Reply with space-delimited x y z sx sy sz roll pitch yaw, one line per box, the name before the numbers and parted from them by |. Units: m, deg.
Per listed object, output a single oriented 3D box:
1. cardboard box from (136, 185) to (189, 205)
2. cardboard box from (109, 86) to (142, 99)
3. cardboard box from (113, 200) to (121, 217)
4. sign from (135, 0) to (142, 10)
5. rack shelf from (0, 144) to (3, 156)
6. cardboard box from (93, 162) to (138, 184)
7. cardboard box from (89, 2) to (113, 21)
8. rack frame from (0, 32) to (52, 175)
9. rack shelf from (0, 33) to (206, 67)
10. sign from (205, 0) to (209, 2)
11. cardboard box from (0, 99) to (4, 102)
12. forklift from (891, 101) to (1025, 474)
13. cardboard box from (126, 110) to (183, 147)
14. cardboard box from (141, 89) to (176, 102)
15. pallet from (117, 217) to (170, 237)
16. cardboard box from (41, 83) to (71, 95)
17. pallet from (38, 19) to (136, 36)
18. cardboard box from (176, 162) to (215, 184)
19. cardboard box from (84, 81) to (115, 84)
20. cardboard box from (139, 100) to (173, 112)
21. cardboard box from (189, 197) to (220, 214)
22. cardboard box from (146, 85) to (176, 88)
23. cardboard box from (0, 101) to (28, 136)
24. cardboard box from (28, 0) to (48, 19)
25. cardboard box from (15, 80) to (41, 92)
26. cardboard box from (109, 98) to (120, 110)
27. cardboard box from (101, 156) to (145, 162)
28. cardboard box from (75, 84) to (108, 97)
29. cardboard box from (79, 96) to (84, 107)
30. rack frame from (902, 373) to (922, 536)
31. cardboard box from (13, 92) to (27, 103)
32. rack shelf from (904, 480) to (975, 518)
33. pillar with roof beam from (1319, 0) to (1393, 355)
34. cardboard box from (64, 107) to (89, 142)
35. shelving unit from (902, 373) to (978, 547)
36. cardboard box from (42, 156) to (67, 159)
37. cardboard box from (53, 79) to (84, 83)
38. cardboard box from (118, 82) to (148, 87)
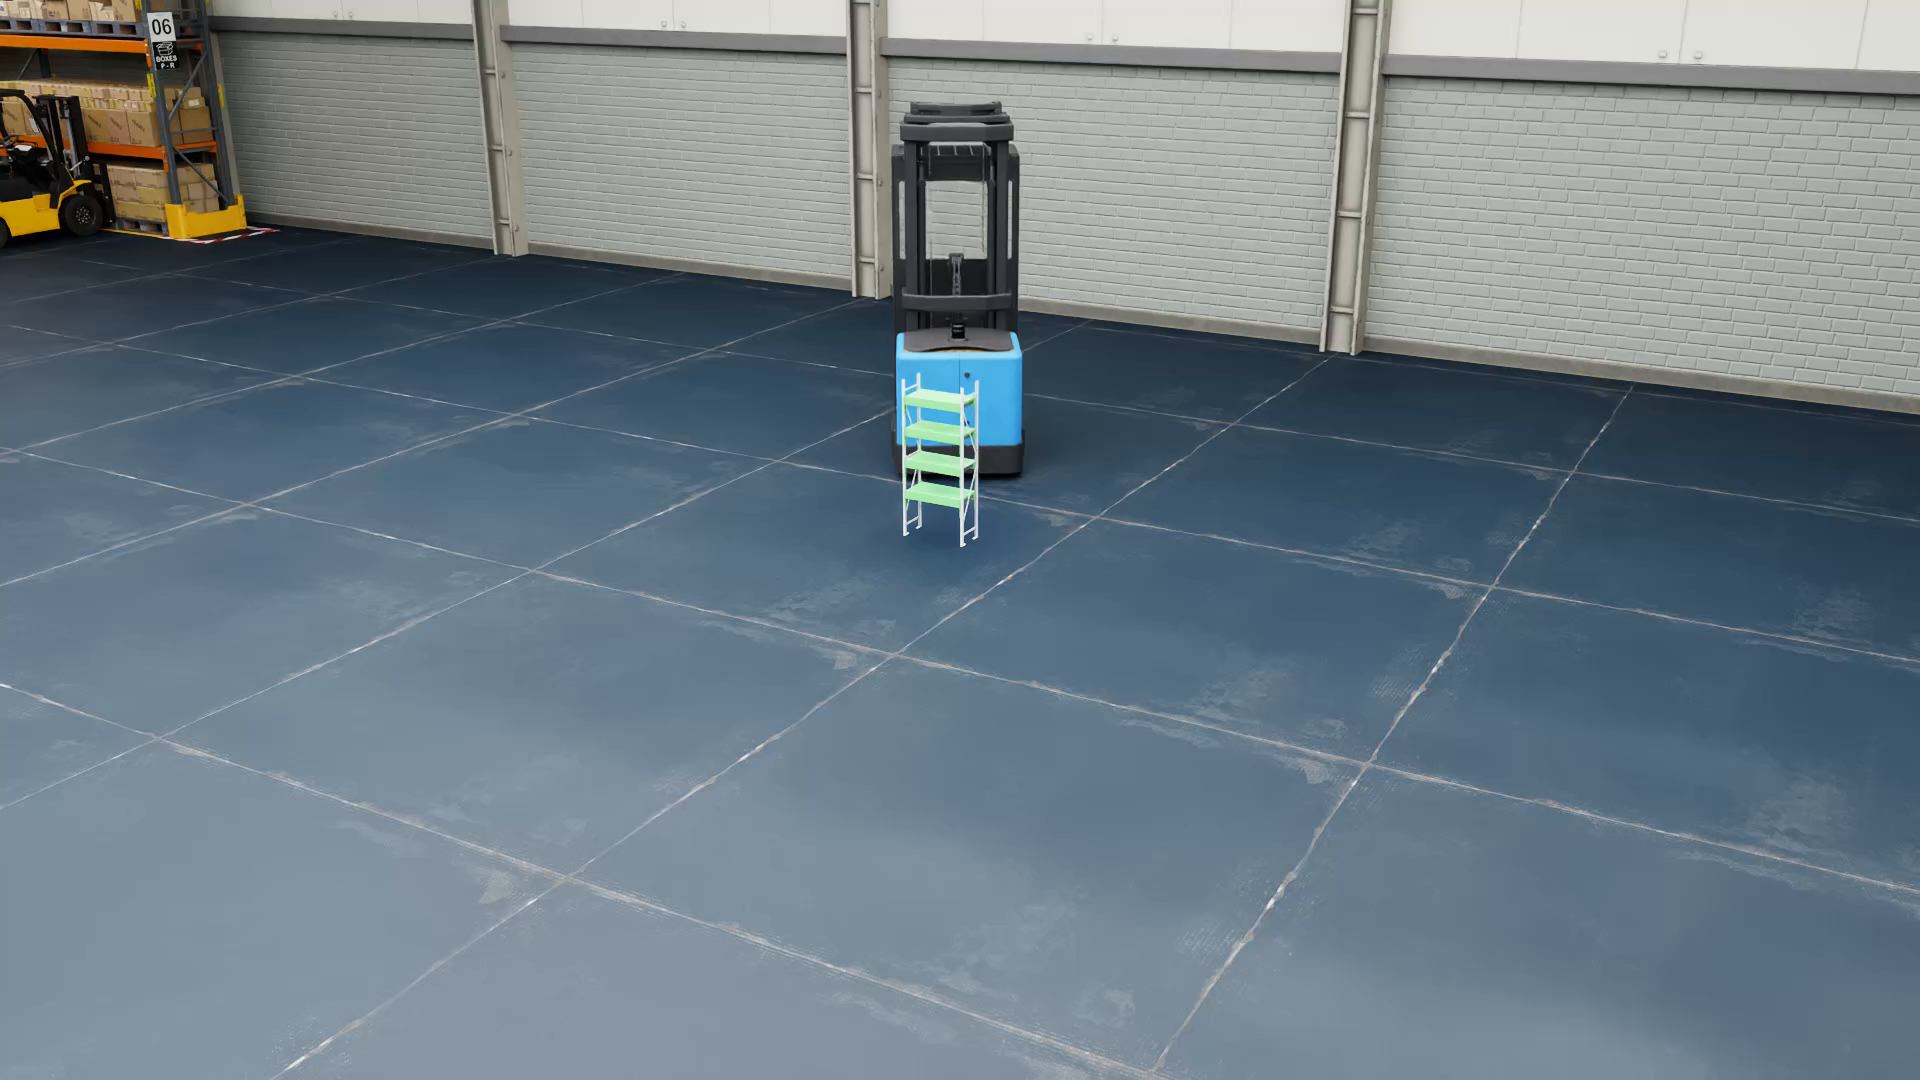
cardboard box | -11.987 -5.205 25.000 0.500 0.250 0.500 10 22 27
cardboard box | -12.478 -6.697 24.894 0.250 0.149 0.380 11 23 28
cardboard box | -12.836 -5.138 25.547 0.500 0.250 0.500 11 23 28
sign | -11.686 -7.707 23.633 0.005 0.325 0.100 11 23 27
rack shelf | -16.648 -6.737 27.594 4.000 0.370 1.077 11 23 27
cardboard box | -12.858 -5.600 25.355 0.500 0.250 0.500 11 23 28
cardboard box | -12.503 -7.758 24.391 0.258 0.266 0.396 11 23 27
rack frame | -14.902 -6.743 26.555 0.127 3.000 1.000 11 23 27
rack shelf | -13.156 -7.482 25.249 4.000 0.370 1.077 11 23 27
sign | -11.134 -8.100 24.500 0.005 0.325 0.100 11 23 27
cardboard box | -15.455 -6.913 26.510 0.500 0.250 0.500 10 22 26
forklift | -0.046 -2.369 14.596 1.130 2.935 3.031 -1 20 -2
cardboard box | -11.967 -6.128 24.714 0.500 0.500 0.500 10 22 26
cardboard box | -11.825 -6.566 24.534 0.250 0.149 0.380 11 23 27
pallet | -12.098 -4.882 25.513 1.213 0.211 1.003 11 23 27
cardboard box | -13.854 -6.928 25.532 0.250 0.149 0.380 10 22 26
pallet | -13.083 -7.774 25.128 1.213 0.211 1.003 11 23 27
cardboard box | -11.737 -5.589 25.323 0.500 0.250 0.500 10 22 26
cardboard box | -13.373 -7.049 25.864 0.250 0.149 0.380 11 22 27
cardboard box | -11.849 -6.404 24.522 0.250 0.149 0.380 11 23 28
cardboard box | -11.743 -5.122 25.504 0.500 0.250 0.500 11 23 28
cardboard box | -12.048 -6.782 25.129 0.250 0.149 0.380 11 23 28
cardboard box | -14.642 -6.638 26.120 0.500 0.500 0.500 10 22 26
cardboard box | -13.754 -7.997 25.048 0.258 0.266 0.396 10 22 26
cardboard box | -14.487 -7.082 25.955 0.250 0.149 0.380 11 23 28
cardboard box | -12.494 -6.543 24.907 0.250 0.149 0.380 11 22 27
cardboard box | -13.050 -5.844 26.028 0.500 0.250 0.500 10 22 26
cardboard box | -13.167 -6.820 25.232 0.250 0.149 0.380 11 23 28
cardboard box | -13.155 -6.678 25.279 0.250 0.149 0.380 11 22 27
rack frame | -0.358 -0.632 12.348 0.015 1.200 0.240 11 23 27
cardboard box | -14.525 -6.921 25.948 0.250 0.149 0.380 11 23 29
rack shelf | -0.145 -0.306 12.340 0.480 0.148 0.258 11 23 27
pillar with roof beam | 2.037 -5.007 12.972 0.400 9.000 9.100 11 23 27
cardboard box | -13.308 -6.383 25.416 0.500 0.500 0.500 11 23 28
shelving unit | -0.145 -0.592 12.236 0.503 1.200 0.258 11 23 27
cardboard box | -14.191 -5.856 26.059 0.500 0.250 0.500 11 23 27
cardboard box | -14.039 -7.177 26.219 0.250 0.149 0.380 11 22 27
cardboard box | -12.680 -6.937 25.556 0.250 0.149 0.380 10 22 26
